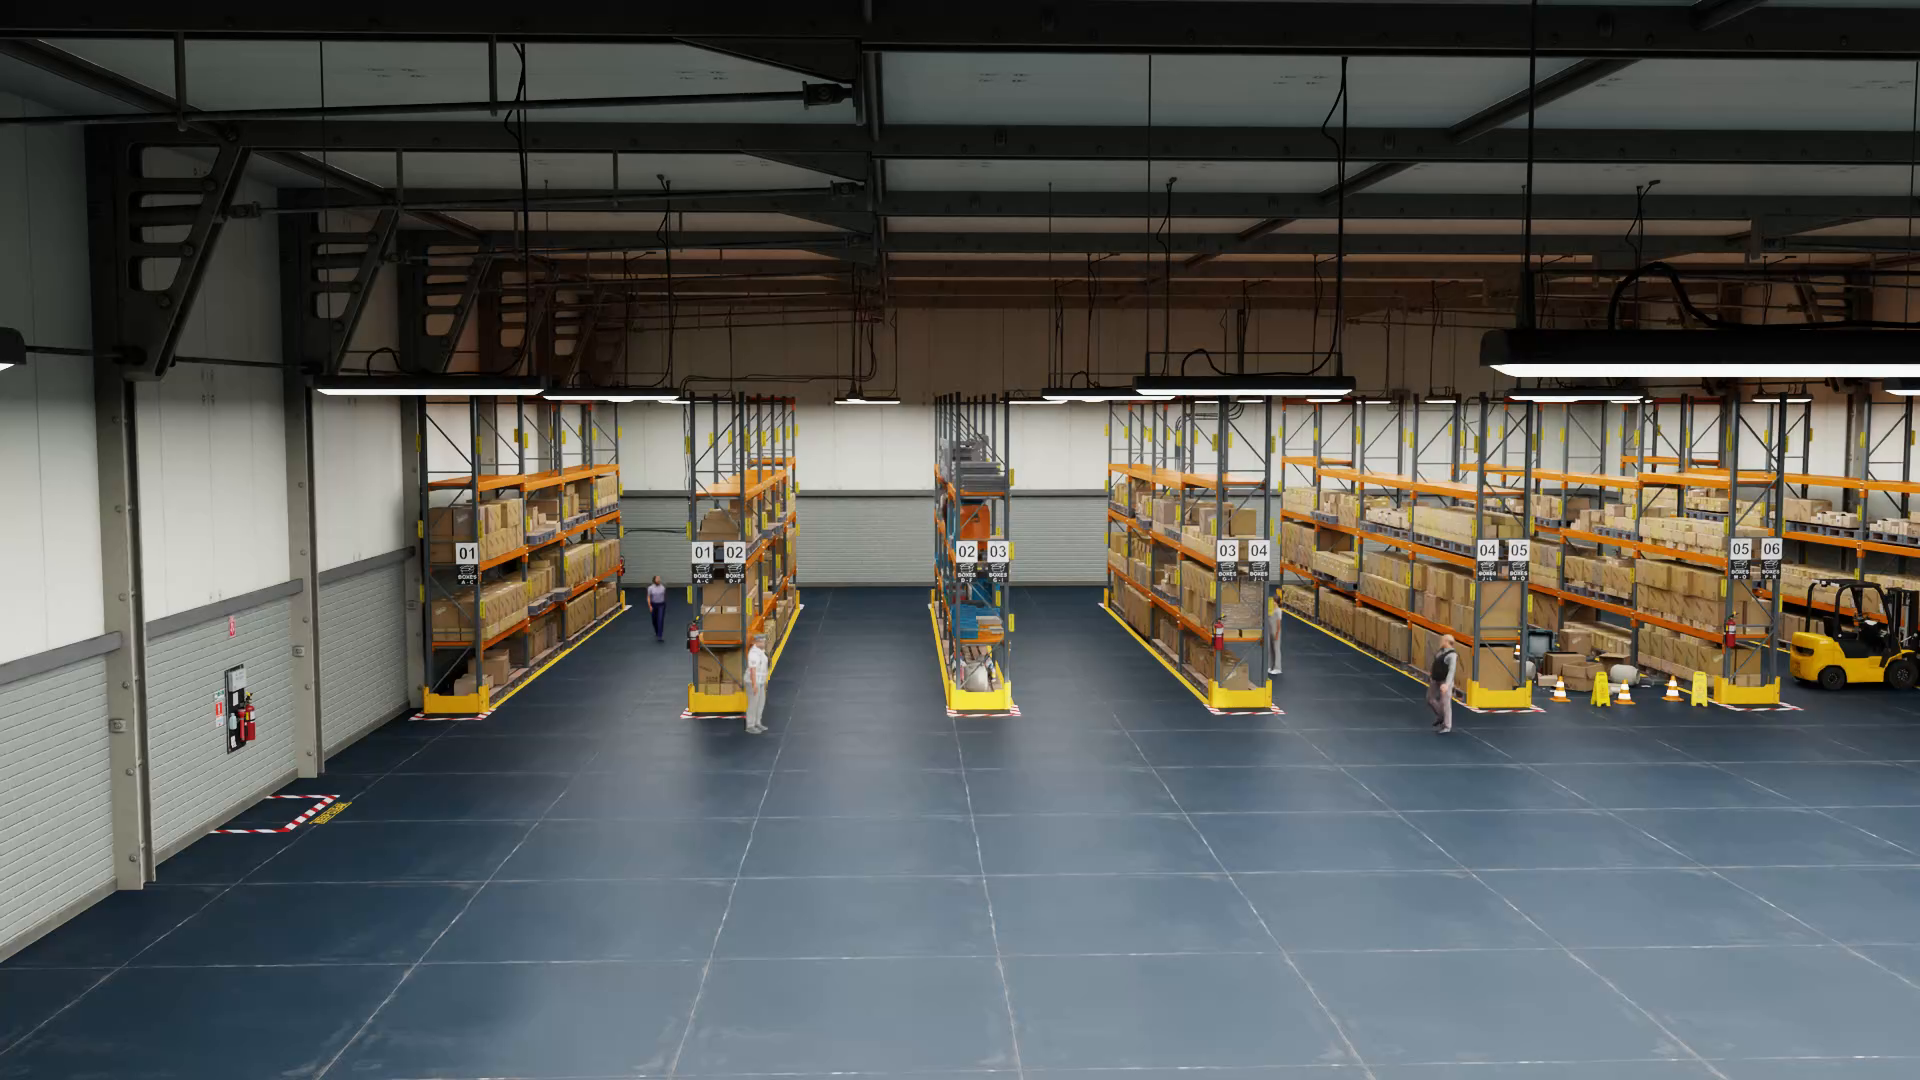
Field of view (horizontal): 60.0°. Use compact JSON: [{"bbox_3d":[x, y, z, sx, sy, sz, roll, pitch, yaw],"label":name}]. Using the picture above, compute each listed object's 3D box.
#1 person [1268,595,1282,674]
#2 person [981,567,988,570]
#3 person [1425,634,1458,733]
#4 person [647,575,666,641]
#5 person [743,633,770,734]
[{"bbox_3d":[6.737,2.022,35.805,0.409,1.676,0.451,-4,6,-38],"label":"person"},{"bbox_3d":[0.790,0.791,50.671,0.799,1.755,0.620,3,5,29],"label":"person"},{"bbox_3d":[8.498,2.509,29.332,0.476,1.713,0.628,-2,5,-22],"label":"person"},{"bbox_3d":[-7.441,1.655,40.823,0.459,1.596,0.936,0,5,2],"label":"person"},{"bbox_3d":[-3.590,2.514,29.279,0.433,1.758,0.576,1,5,12],"label":"person"}]
